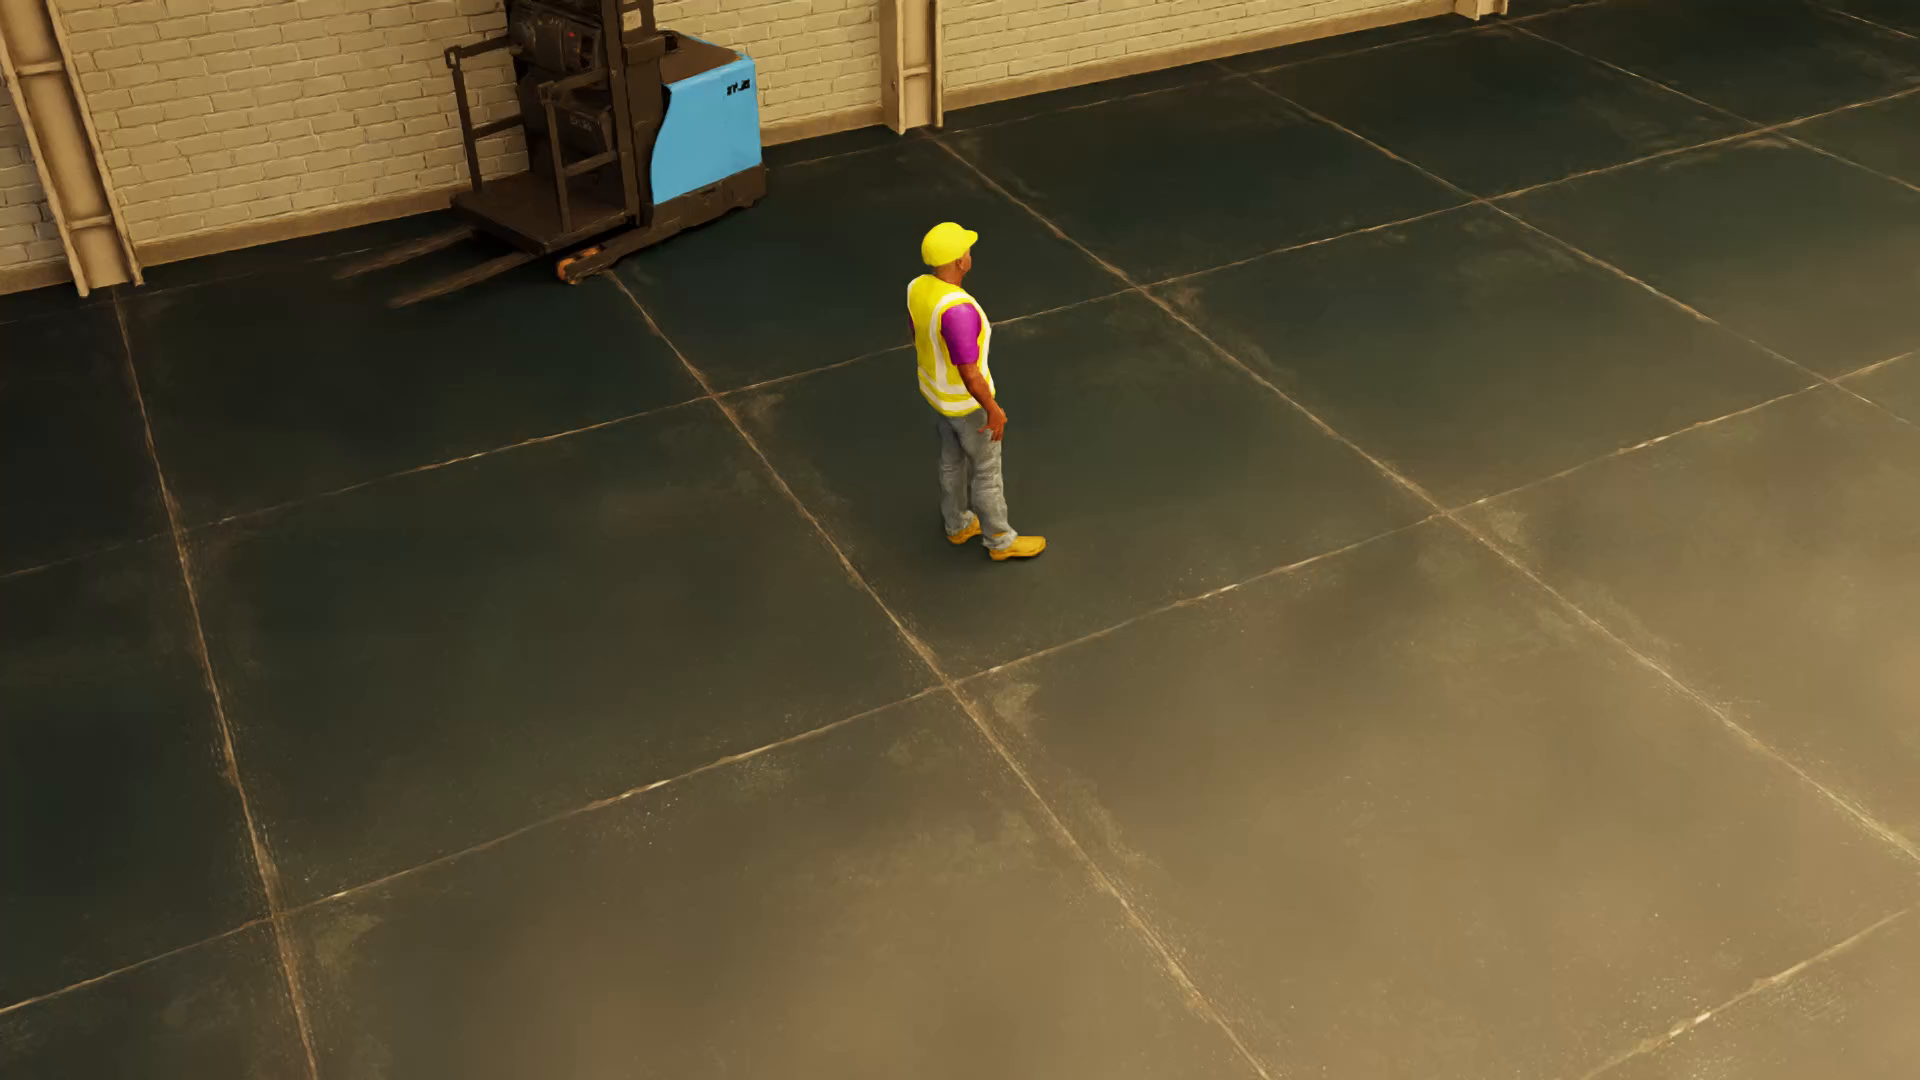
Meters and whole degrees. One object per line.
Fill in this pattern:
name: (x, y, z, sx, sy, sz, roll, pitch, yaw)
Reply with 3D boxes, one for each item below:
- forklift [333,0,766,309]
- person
forklift: (-2.771, -3.232, 10.695, 1.130, 2.935, 3.031, 27, 44, 33)
person: (0.064, -0.743, 8.171, 0.576, 1.766, 0.665, -17, 39, -23)
